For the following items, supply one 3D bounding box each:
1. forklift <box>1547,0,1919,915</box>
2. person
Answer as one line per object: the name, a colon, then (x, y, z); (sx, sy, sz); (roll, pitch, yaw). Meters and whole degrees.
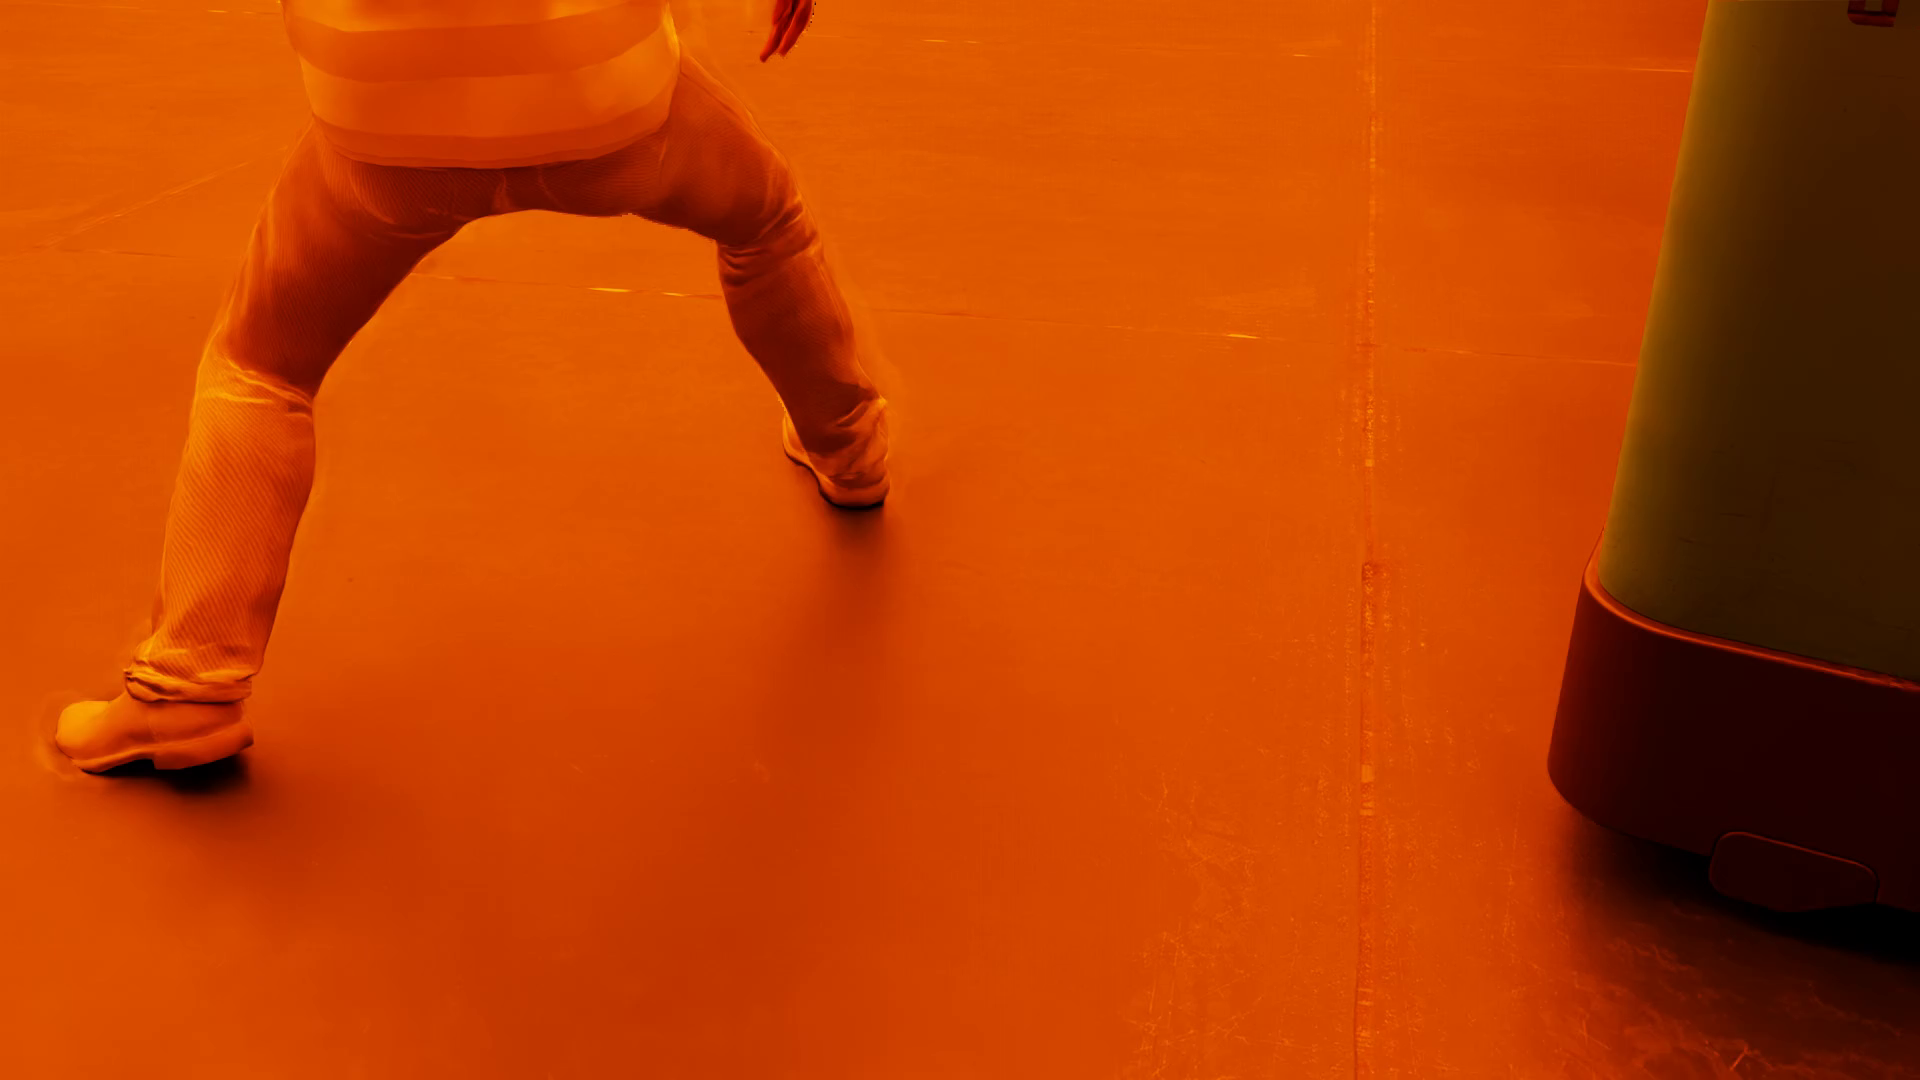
forklift: (2.190, -0.843, 0.916); (3.031, 2.935, 1.130); (14, 30, 25)
person: (-0.616, -0.625, 2.025); (1.055, 1.604, 0.969); (-2, 27, -4)
